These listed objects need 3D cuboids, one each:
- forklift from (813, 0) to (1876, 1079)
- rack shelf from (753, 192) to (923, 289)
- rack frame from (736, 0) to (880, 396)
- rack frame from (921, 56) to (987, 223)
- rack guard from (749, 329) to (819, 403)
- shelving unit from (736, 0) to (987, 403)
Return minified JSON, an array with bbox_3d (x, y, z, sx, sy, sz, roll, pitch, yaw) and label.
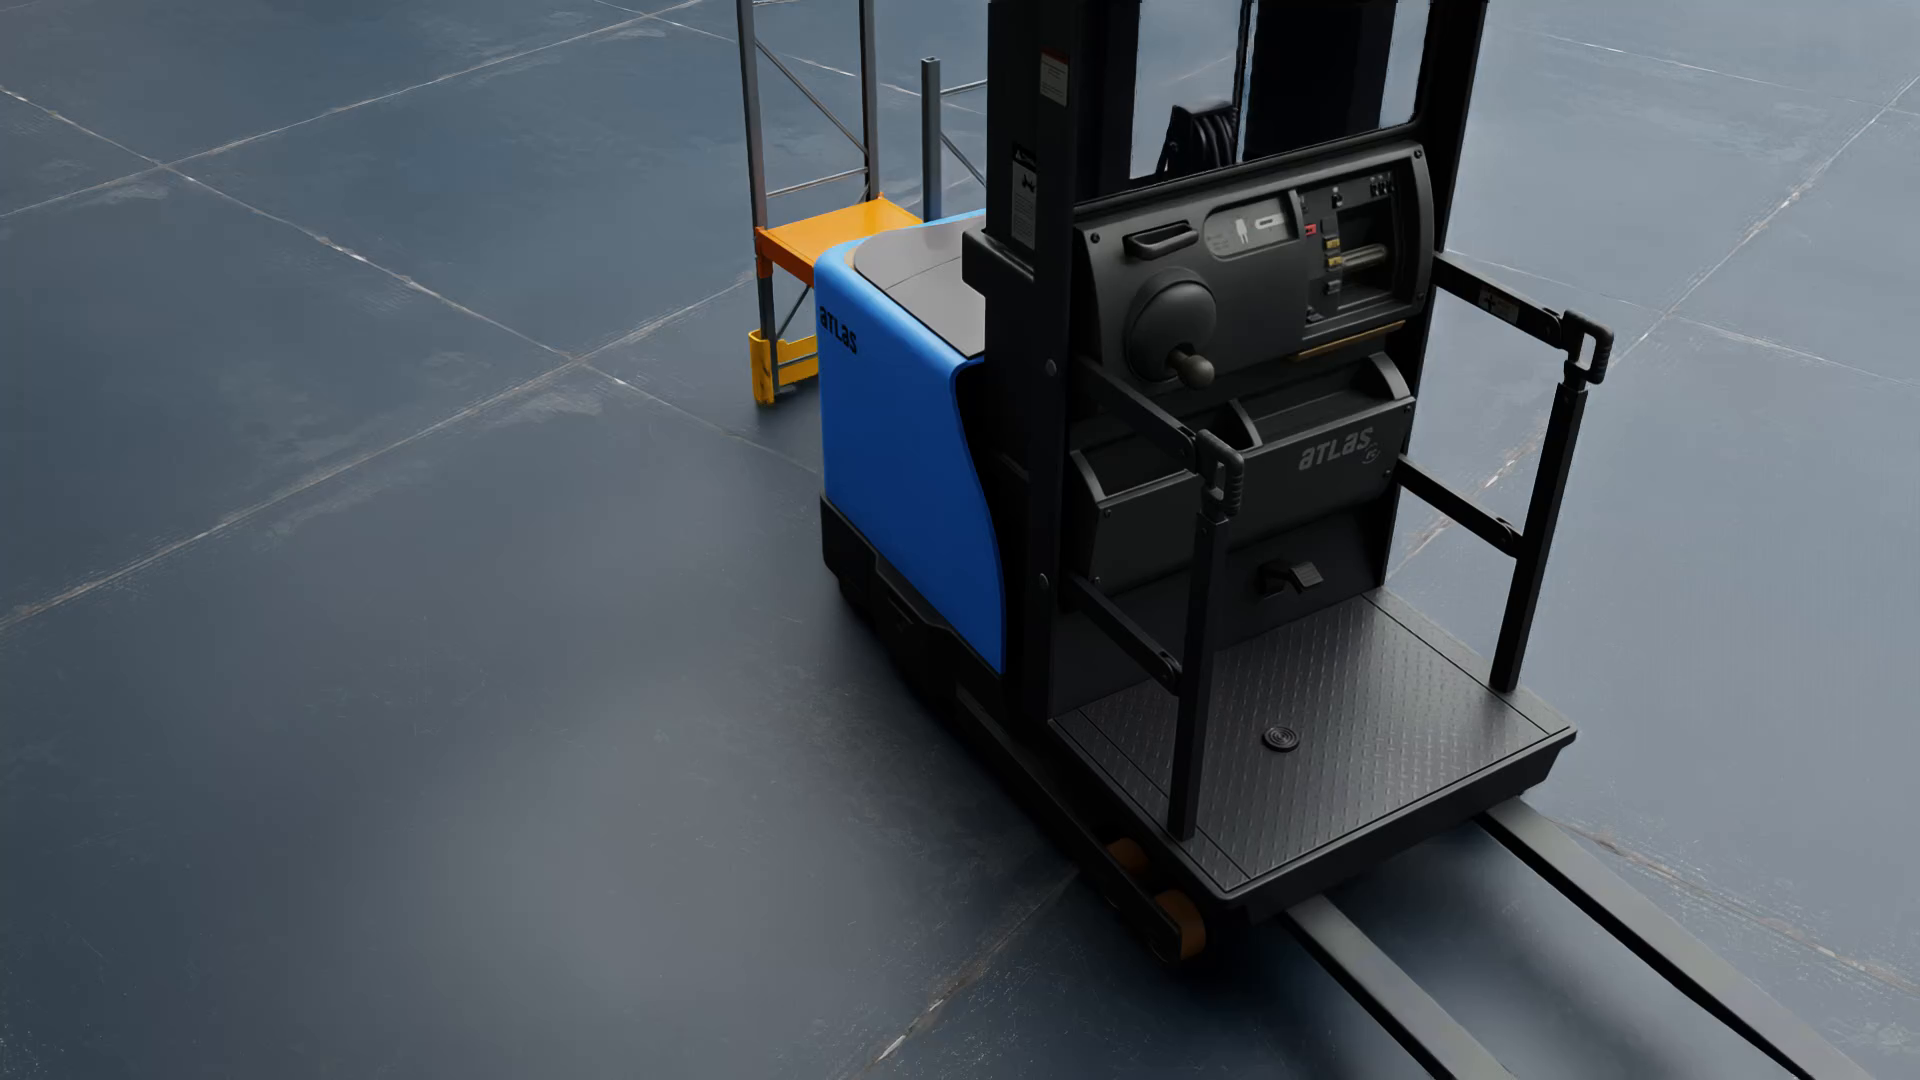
[{"bbox_3d":[0.774,-0.538,3.444,1.130,2.935,3.031,-19,39,-25],"label":"forklift"},{"bbox_3d":[-0.193,-0.840,5.466,0.538,0.185,1.000,-22,40,-29],"label":"rack shelf"},{"bbox_3d":[-0.493,-1.221,5.703,0.500,1.500,0.032,-22,40,-29],"label":"rack frame"},{"bbox_3d":[0.106,-0.756,5.026,0.500,1.500,0.032,-22,40,-29],"label":"rack frame"},{"bbox_3d":[-0.492,-0.705,6.056,0.587,0.250,0.087,-22,40,-29],"label":"rack guard"},{"bbox_3d":[-0.199,-0.993,5.370,0.587,1.500,1.083,-22,40,-29],"label":"shelving unit"}]
